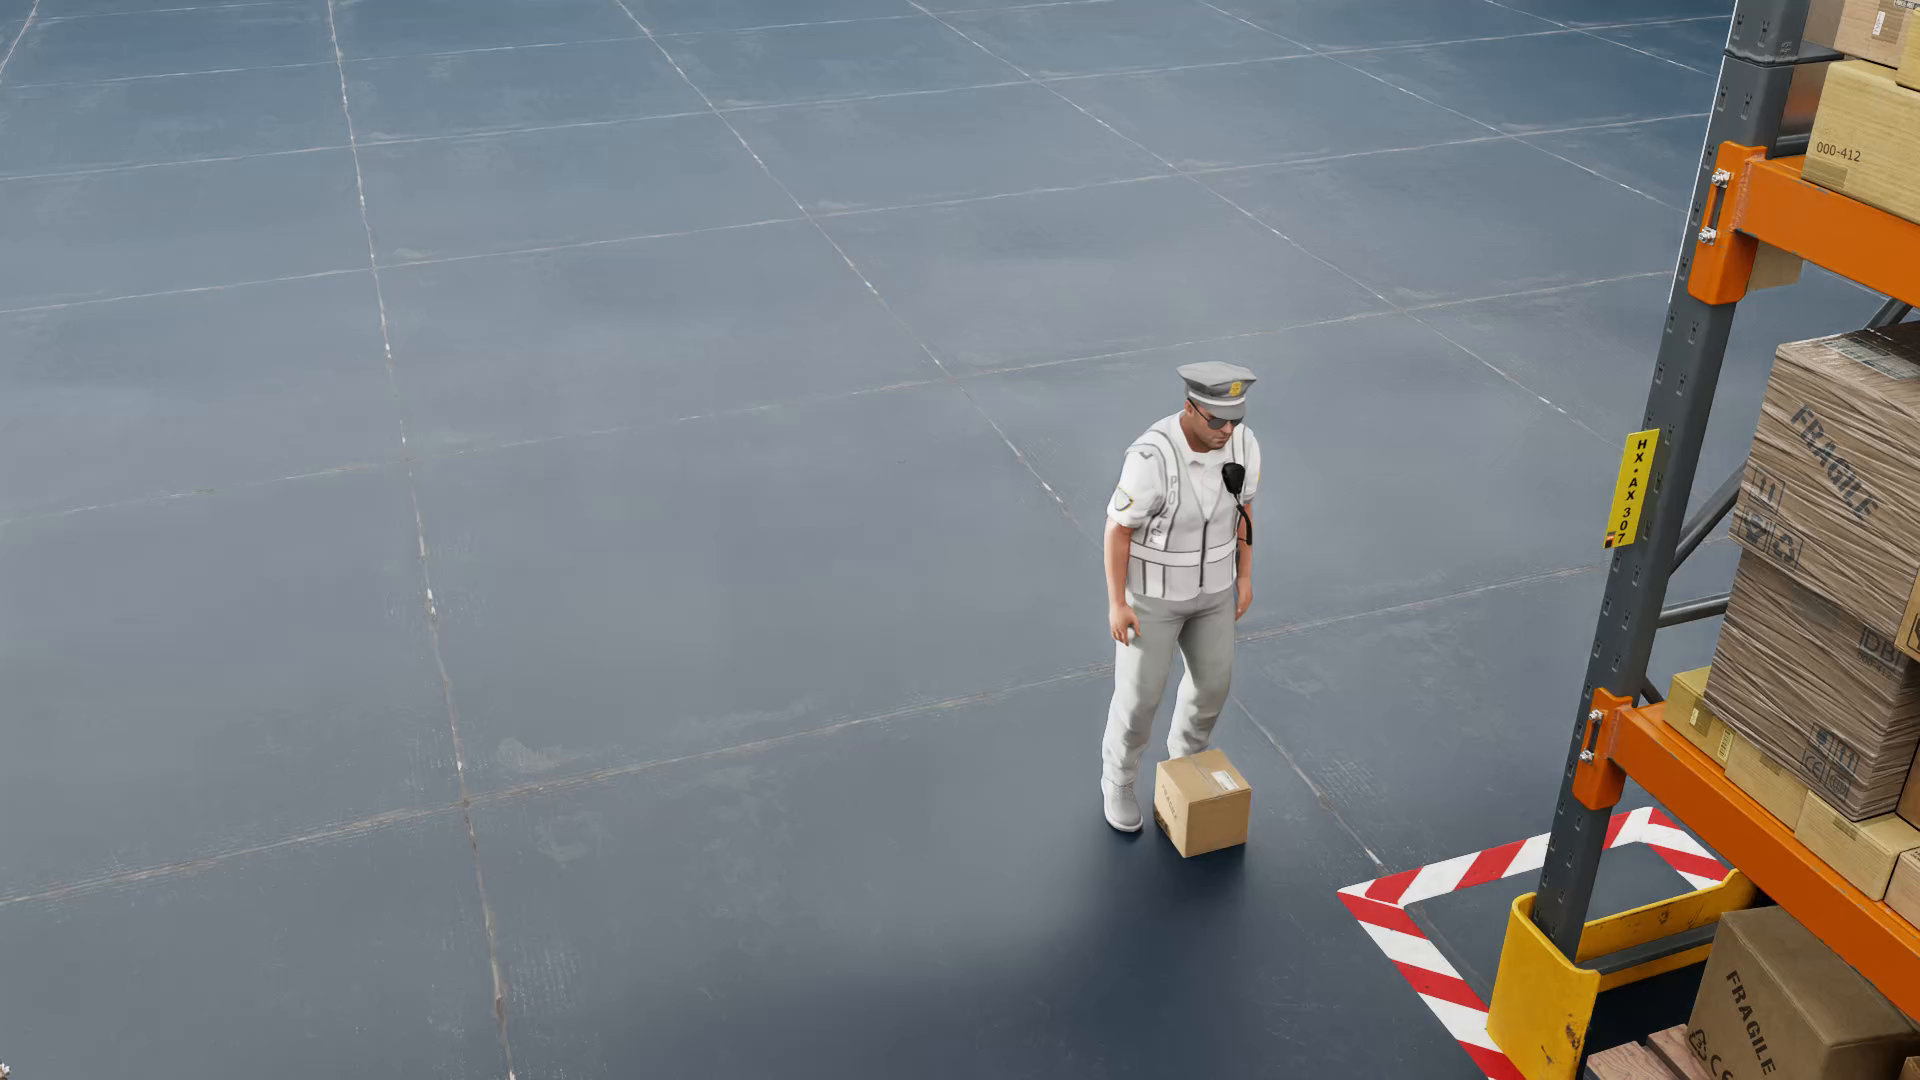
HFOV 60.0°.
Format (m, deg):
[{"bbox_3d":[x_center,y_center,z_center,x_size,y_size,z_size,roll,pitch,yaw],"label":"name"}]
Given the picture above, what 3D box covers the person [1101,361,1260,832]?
[{"bbox_3d":[0.765,0.164,5.833,0.590,1.746,0.436,-12,32,-20],"label":"person"}]
